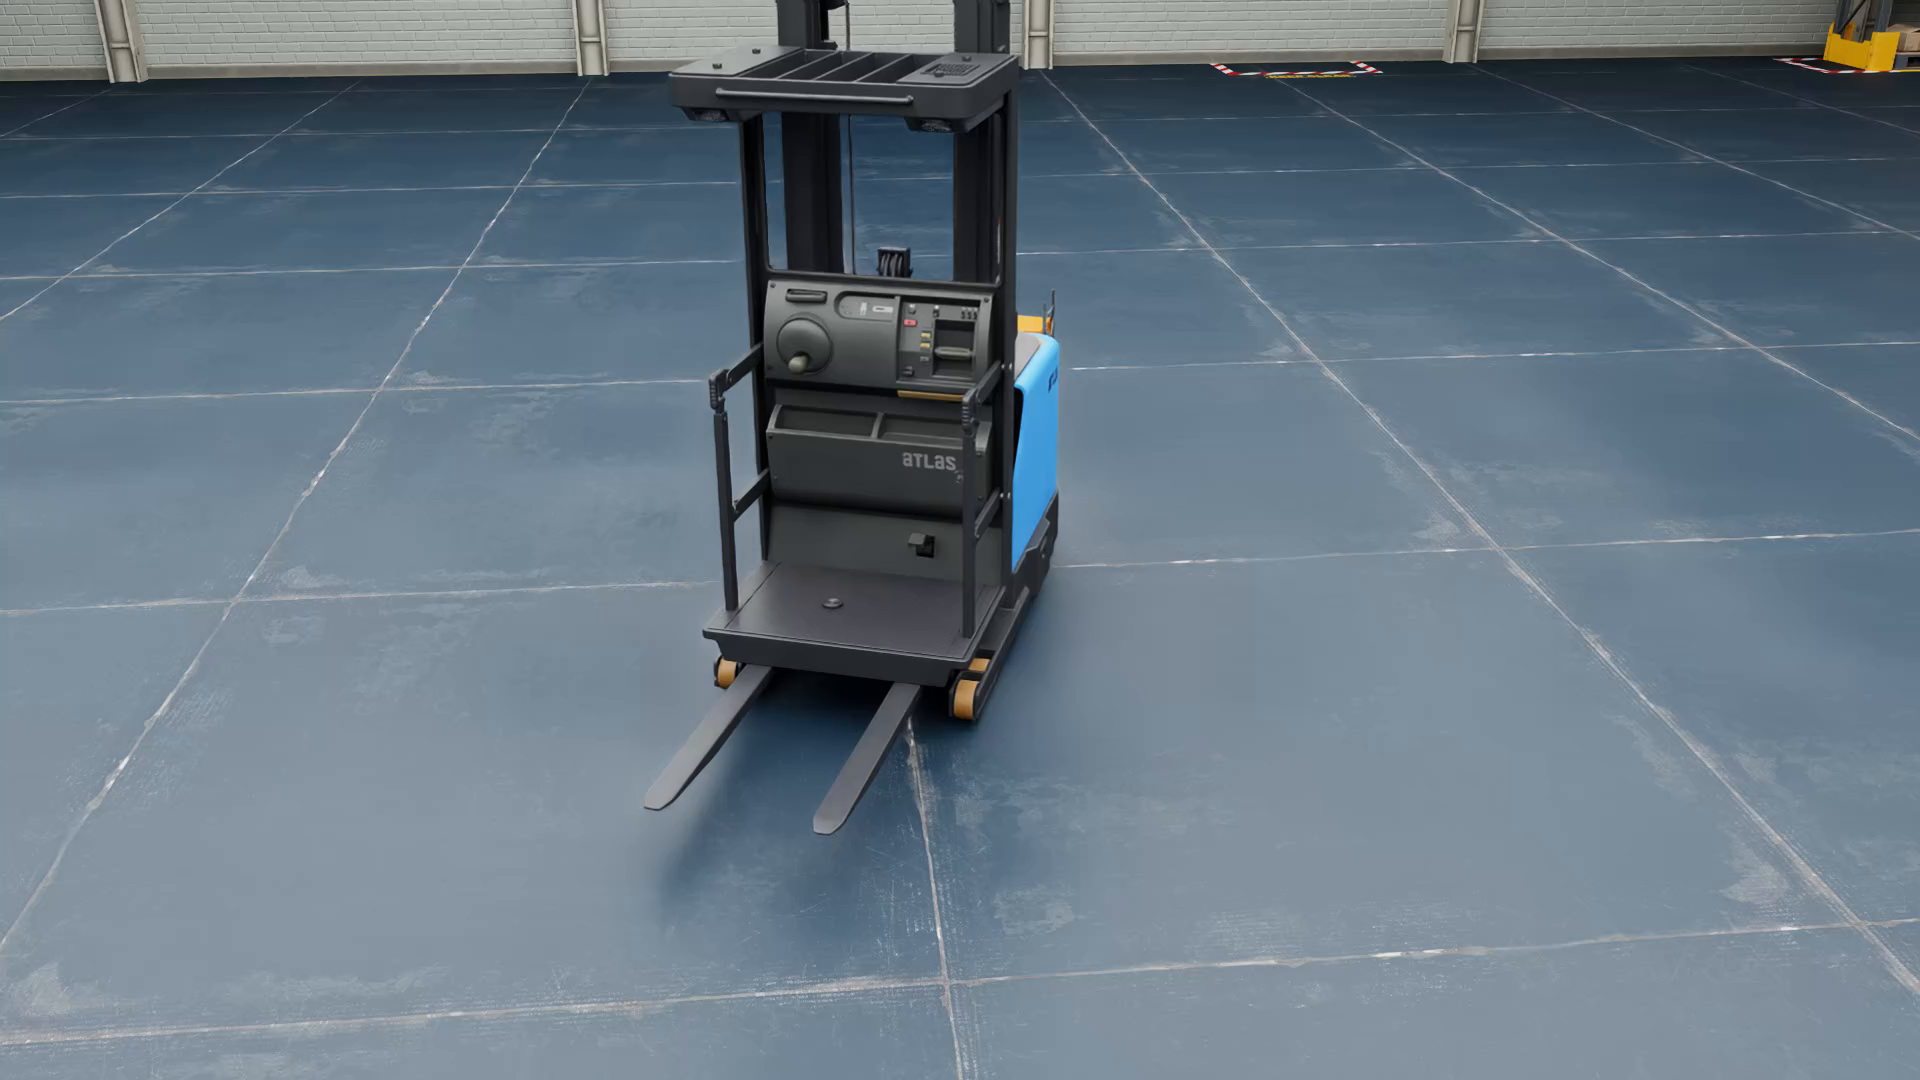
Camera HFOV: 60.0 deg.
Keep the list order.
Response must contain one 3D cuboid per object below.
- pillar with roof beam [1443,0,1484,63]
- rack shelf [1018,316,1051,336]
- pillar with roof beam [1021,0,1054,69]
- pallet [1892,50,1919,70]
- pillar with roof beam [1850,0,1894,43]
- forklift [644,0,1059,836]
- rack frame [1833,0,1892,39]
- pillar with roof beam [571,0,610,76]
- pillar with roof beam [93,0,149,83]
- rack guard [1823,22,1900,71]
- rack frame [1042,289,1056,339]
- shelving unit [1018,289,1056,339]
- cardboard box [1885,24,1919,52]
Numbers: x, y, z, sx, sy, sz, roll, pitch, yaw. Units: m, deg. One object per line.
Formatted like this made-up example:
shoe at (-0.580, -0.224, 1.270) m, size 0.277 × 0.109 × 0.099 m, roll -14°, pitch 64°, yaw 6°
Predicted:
pillar with roof beam at (7.452, -9.112, 17.672) m, size 0.400 × 9.000 × 9.100 m, roll -2°, pitch 24°, yaw -5°
rack shelf at (0.189, -0.996, 8.046) m, size 0.480 × 0.148 × 0.258 m, roll 6°, pitch 25°, yaw 13°
pillar with roof beam at (1.481, -8.873, 17.133) m, size 0.400 × 9.000 × 9.100 m, roll -2°, pitch 24°, yaw -5°
pallet at (13.276, -6.720, 23.109) m, size 1.213 × 0.211 × 1.003 m, roll -2°, pitch 24°, yaw -5°
pillar with roof beam at (13.423, -9.352, 18.211) m, size 0.400 × 9.000 × 9.100 m, roll -2°, pitch 24°, yaw -5°
forklift at (-0.381, -0.790, 6.418) m, size 1.130 × 2.935 × 3.031 m, roll 6°, pitch 25°, yaw 13°
rack frame at (12.388, -7.973, 22.495) m, size 0.127 × 3.000 × 1.000 m, roll -2°, pitch 24°, yaw -5°
pillar with roof beam at (-4.490, -8.633, 16.595) m, size 0.400 × 9.000 × 9.100 m, roll -2°, pitch 24°, yaw -5°
pillar with roof beam at (-10.461, -8.394, 16.056) m, size 0.400 × 9.000 × 9.100 m, roll -2°, pitch 24°, yaw -5°
rack guard at (12.464, -6.834, 23.010) m, size 0.348 × 0.500 × 1.175 m, roll -2°, pitch 24°, yaw -5°
rack frame at (0.425, -0.613, 8.151) m, size 0.015 × 1.200 × 0.240 m, roll 6°, pitch 25°, yaw 13°
shelving unit at (0.188, -0.637, 8.205) m, size 0.503 × 1.200 × 0.258 m, roll 6°, pitch 25°, yaw 13°
cardboard box at (13.086, -6.937, 22.932) m, size 0.500 × 0.311 × 0.500 m, roll -5°, pitch 24°, yaw -11°
